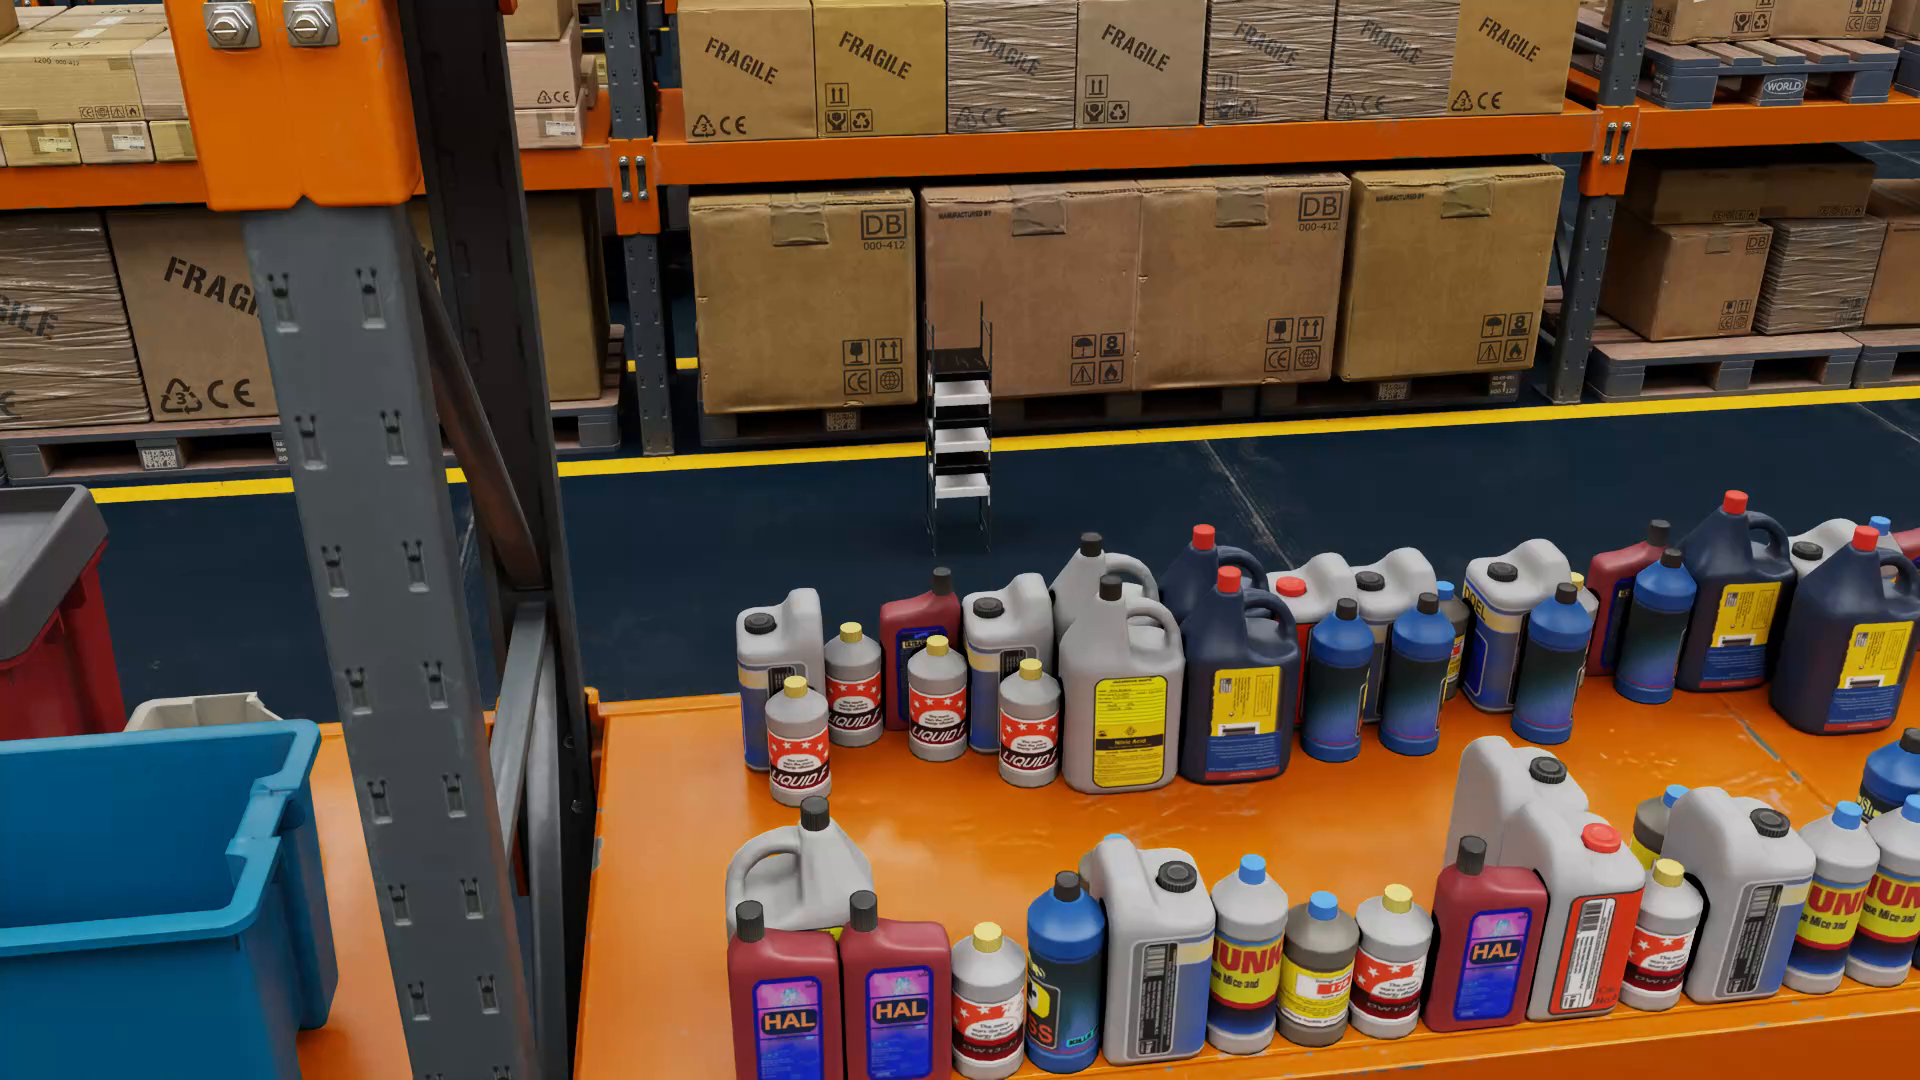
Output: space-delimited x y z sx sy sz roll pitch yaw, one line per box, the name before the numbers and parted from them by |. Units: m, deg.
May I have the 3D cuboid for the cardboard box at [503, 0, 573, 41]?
cardboard box | -1.741 -2.155 6.181 0.500 0.500 0.500 -3 27 -6

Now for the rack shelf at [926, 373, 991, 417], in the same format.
rack shelf | -0.008 -0.530 5.977 0.200 0.077 0.258 -4 27 -7

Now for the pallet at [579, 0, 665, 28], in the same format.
pallet | -3.467 -5.132 16.021 1.213 0.211 1.003 -4 27 -7

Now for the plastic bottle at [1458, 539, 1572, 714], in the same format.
plastic bottle | 0.937 0.139 2.830 0.135 0.276 0.152 -4 27 -7

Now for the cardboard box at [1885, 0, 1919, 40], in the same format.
cardboard box | 4.330 -2.283 7.118 0.500 0.250 0.500 -4 27 -9

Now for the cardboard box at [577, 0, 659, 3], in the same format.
cardboard box | -3.340 -5.441 15.915 0.875 0.438 0.875 -4 27 -8

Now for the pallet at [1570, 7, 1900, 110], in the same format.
pallet | 3.329 -2.168 7.400 1.003 0.211 1.213 -4 27 -7

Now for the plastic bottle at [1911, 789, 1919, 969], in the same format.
plastic bottle | 1.377 0.404 2.232 0.185 0.351 0.144 -4 27 -7

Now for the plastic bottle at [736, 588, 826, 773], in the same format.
plastic bottle | -0.287 0.217 2.677 0.135 0.276 0.152 -4 27 -7

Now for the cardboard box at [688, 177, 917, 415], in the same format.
cardboard box | -0.692 -1.197 7.164 0.875 0.875 1.225 -4 27 -7

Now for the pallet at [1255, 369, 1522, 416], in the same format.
pallet | 1.847 -0.903 7.779 1.213 0.211 1.003 -4 27 -7

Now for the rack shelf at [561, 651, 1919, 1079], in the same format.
rack shelf | 1.348 0.526 2.727 4.000 0.370 1.077 -4 27 -7

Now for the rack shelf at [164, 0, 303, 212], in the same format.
rack shelf | -2.613 -0.554 1.546 4.000 0.370 1.077 -4 27 -7

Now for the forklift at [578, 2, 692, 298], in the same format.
forklift | -1.915 -2.787 8.472 3.031 2.935 1.130 -7 28 -13

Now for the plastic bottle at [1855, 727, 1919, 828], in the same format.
plastic bottle | 1.317 0.387 2.351 0.097 0.271 0.097 0 27 0

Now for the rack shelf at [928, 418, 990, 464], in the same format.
rack shelf | -0.008 -0.370 6.059 0.200 0.077 0.258 -4 27 -7

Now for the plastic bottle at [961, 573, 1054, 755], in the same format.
plastic bottle | 0.074 0.194 2.722 0.135 0.276 0.152 -4 27 -7

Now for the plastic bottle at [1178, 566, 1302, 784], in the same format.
plastic bottle | 0.435 0.202 2.624 0.185 0.351 0.144 -4 27 -7

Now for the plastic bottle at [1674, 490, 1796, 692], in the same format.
plastic bottle | 1.323 0.079 2.865 0.185 0.351 0.144 -4 27 -7

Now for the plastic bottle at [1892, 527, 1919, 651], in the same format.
plastic bottle | 1.704 0.065 2.965 0.133 0.283 0.061 -4 27 -7

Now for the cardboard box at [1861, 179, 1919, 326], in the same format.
cardboard box | 4.407 -1.376 7.901 0.500 0.500 0.700 -1 27 -3

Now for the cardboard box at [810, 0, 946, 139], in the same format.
cardboard box | -0.335 -1.899 6.555 0.500 0.500 0.500 -4 27 -7

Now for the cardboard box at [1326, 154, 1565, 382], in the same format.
cardboard box | 1.952 -1.367 7.496 0.875 0.875 1.225 -5 28 -10

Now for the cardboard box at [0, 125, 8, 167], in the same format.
cardboard box | -3.613 -1.496 6.155 0.250 0.149 0.380 -4 27 -8

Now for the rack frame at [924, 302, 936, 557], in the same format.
rack frame | -0.109 -0.393 6.031 0.006 0.900 0.240 -4 27 -7

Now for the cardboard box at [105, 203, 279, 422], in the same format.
cardboard box | -2.879 -1.084 6.945 0.875 0.875 0.875 -4 27 -7

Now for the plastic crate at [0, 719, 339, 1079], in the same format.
plastic crate | -1.047 0.498 1.946 0.575 0.384 0.392 -4 27 -7

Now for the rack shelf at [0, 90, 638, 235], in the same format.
rack shelf | -3.303 -1.458 6.595 4.000 0.370 1.077 -4 27 -7

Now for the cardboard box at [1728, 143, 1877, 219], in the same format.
cardboard box | 3.821 -1.672 7.657 0.500 0.250 0.500 -1 27 -1

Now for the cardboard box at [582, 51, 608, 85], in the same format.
cardboard box | -2.477 -3.163 11.140 0.250 0.149 0.380 -3 27 -6

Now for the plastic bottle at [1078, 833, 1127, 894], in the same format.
plastic bottle | 0.205 0.486 2.235 0.097 0.201 0.097 0 27 0

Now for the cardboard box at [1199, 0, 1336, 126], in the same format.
cardboard box | 1.176 -1.998 6.748 0.500 0.500 0.500 -5 28 -9

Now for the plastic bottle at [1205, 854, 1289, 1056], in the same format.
plastic bottle | 0.360 0.515 2.101 0.097 0.271 0.097 0 27 0

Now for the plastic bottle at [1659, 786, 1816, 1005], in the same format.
plastic bottle | 1.025 0.458 2.208 0.135 0.276 0.152 -4 27 -7

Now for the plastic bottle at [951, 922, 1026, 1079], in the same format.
plastic bottle | 0.034 0.567 2.076 0.097 0.201 0.097 0 27 0

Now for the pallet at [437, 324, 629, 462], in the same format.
pallet | -2.087 -0.652 7.290 1.213 0.211 1.003 -4 27 -7

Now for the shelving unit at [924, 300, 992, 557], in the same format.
shelving unit | -0.008 -0.400 6.044 0.210 0.900 0.258 -4 27 -7

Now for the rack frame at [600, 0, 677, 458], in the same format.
rack frame | -1.323 -1.906 6.678 0.127 3.000 1.000 -4 27 -7

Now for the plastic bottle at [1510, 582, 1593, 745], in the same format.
plastic bottle | 0.972 0.196 2.723 0.097 0.271 0.097 0 27 0

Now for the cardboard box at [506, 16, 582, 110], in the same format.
cardboard box | -1.723 -1.825 6.359 0.500 0.250 0.500 -4 27 -8

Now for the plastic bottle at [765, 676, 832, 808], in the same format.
plastic bottle | -0.252 0.306 2.586 0.097 0.201 0.097 0 27 0

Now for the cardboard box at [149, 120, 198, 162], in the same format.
cardboard box | -2.852 -1.545 6.250 0.250 0.149 0.380 -4 27 -8

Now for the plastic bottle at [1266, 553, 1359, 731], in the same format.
plastic bottle | 0.574 0.162 2.784 0.135 0.276 0.152 -4 27 -7

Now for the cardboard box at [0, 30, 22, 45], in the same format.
cardboard box | -3.759 -1.692 6.100 0.500 0.250 0.500 -5 28 -9
